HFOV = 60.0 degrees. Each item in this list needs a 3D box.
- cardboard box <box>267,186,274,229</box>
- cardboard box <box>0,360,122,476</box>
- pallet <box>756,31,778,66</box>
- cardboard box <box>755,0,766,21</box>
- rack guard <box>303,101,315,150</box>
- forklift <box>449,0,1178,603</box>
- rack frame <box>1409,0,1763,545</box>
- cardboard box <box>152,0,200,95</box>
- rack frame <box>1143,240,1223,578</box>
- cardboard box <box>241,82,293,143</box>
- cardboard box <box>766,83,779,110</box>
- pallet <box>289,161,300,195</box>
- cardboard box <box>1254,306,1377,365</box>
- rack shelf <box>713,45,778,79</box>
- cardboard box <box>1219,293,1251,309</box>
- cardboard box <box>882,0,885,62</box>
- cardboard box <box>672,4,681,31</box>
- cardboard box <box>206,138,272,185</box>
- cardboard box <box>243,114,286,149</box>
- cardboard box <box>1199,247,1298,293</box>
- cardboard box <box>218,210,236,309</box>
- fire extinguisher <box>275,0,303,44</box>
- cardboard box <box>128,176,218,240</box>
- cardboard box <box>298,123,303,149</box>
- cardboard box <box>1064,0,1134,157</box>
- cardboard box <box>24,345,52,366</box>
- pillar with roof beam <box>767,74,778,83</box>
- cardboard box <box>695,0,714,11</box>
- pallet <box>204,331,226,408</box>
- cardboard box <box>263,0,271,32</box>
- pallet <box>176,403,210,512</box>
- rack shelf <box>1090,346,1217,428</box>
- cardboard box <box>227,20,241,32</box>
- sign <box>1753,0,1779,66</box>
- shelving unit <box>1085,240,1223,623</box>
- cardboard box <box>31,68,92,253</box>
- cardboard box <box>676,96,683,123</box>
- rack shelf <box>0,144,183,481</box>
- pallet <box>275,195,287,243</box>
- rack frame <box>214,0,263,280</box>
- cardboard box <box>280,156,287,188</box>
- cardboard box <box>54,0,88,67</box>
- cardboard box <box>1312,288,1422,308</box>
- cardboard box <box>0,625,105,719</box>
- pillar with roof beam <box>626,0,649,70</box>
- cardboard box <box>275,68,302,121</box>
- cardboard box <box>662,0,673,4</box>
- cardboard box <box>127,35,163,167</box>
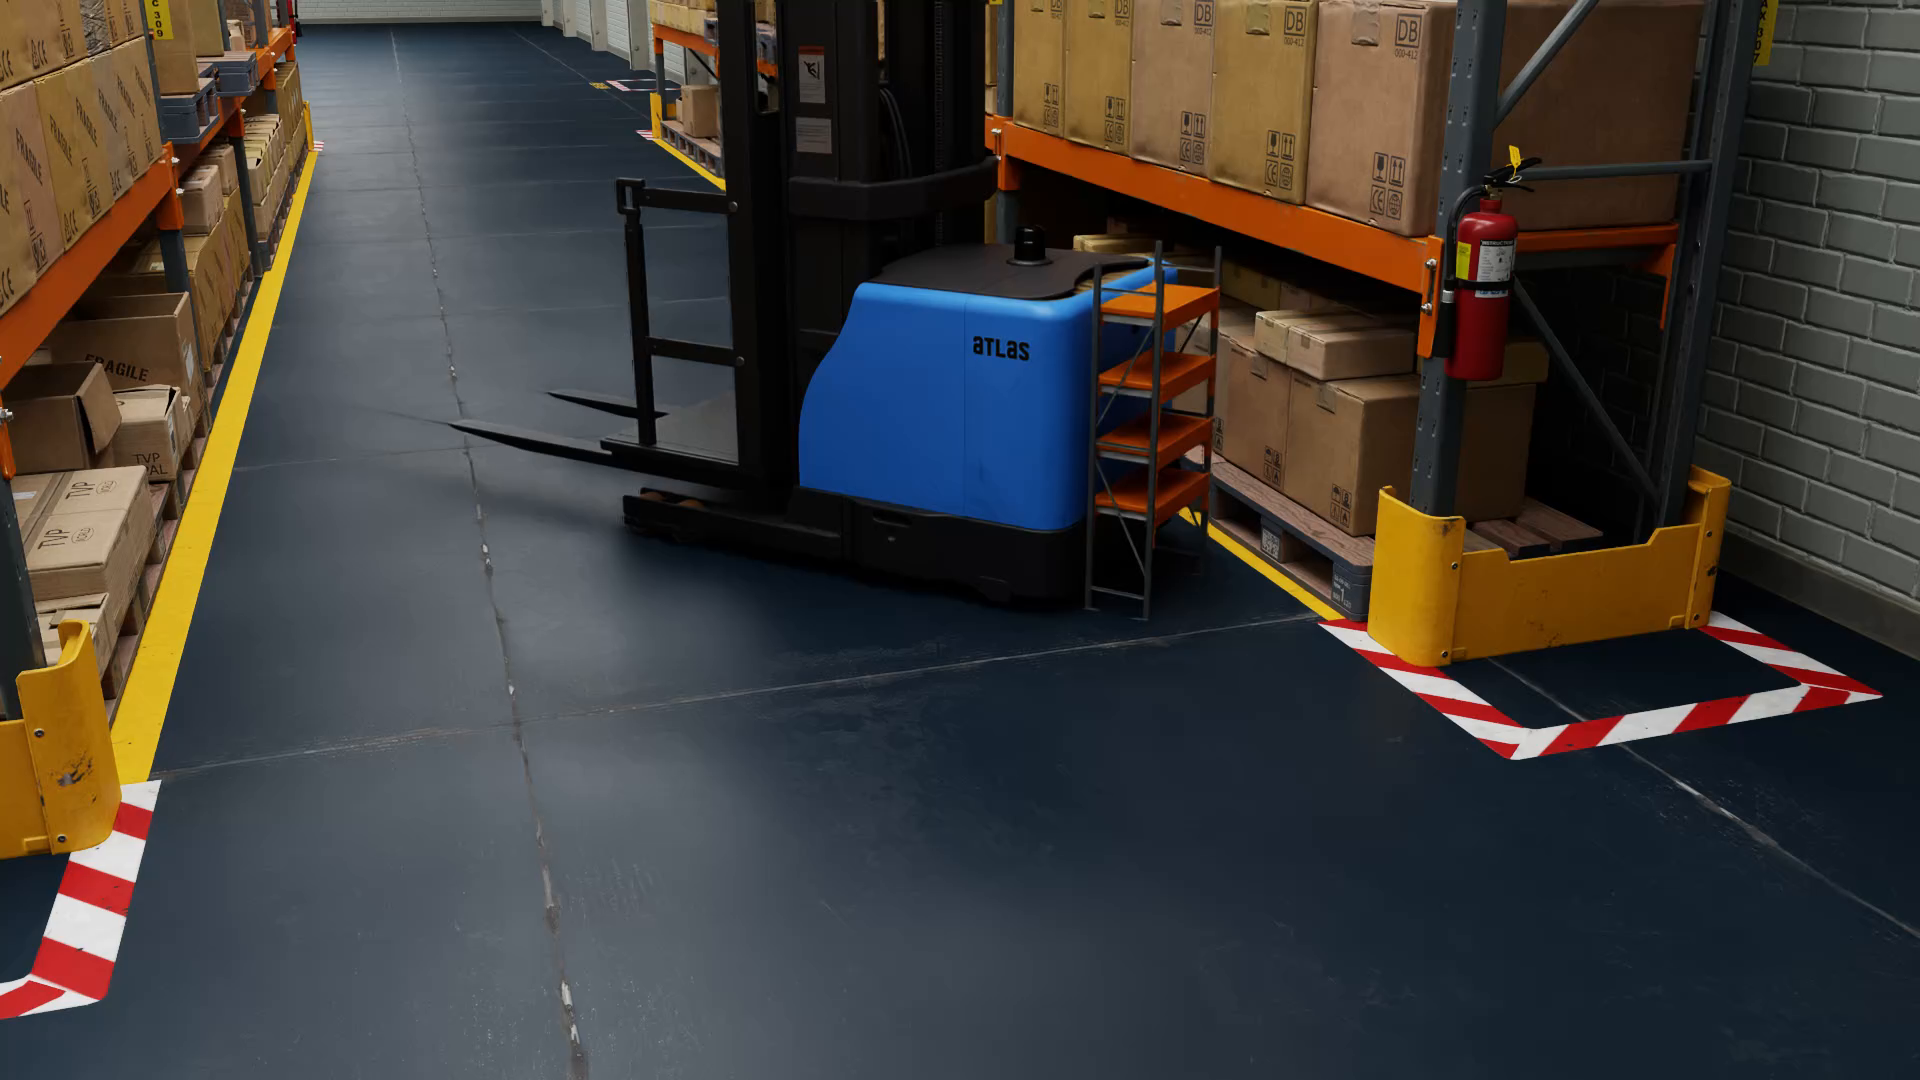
[{"bbox_3d":[-5.319,-2.429,12.189,0.500,0.250,0.500,-7,21,-19],"label":"cardboard box"},{"bbox_3d":[-3.422,-0.311,5.888,0.797,0.503,0.637,-6,21,-17],"label":"cardboard box"},{"bbox_3d":[-0.898,-3.820,12.898,1.213,0.211,1.003,-6,21,-17],"label":"pallet"},{"bbox_3d":[-1.534,-4.883,14.776,0.700,0.500,0.500,-4,20,-12],"label":"cardboard box"},{"bbox_3d":[-7.797,-4.564,18.383,1.175,0.500,0.348,-6,21,-17],"label":"rack guard"},{"bbox_3d":[-0.719,-1.509,6.281,3.031,2.935,1.130,11,23,28],"label":"forklift"},{"bbox_3d":[1.941,-1.126,5.113,1.000,3.000,0.127,-6,21,-17],"label":"rack frame"},{"bbox_3d":[-3.954,-2.302,7.619,0.700,0.500,0.500,-15,24,-35],"label":"cardboard box"},{"bbox_3d":[0.783,-0.449,5.891,0.240,1.200,0.015,11,23,28],"label":"rack frame"},{"bbox_3d":[-6.380,-3.887,15.139,0.500,0.500,0.500,-6,21,-17],"label":"cardboard box"},{"bbox_3d":[-1.442,-3.985,15.010,0.500,0.250,0.500,-7,21,-18],"label":"cardboard box"},{"bbox_3d":[-6.742,-3.396,15.560,1.003,0.211,1.213,-6,21,-17],"label":"pallet"},{"bbox_3d":[1.332,-0.770,6.239,0.380,0.149,0.250,-6,21,-16],"label":"cardboard box"},{"bbox_3d":[-1.202,-3.996,14.169,1.077,0.370,4.000,-6,21,-17],"label":"rack shelf"},{"bbox_3d":[1.136,-0.853,7.430,0.700,0.500,0.500,-6,21,-16],"label":"cardboard box"},{"bbox_3d":[-0.182,-3.211,10.303,0.500,0.500,0.500,-6,21,-16],"label":"cardboard box"},{"bbox_3d":[-2.748,-5.517,17.531,0.500,0.250,0.500,-6,21,-17],"label":"cardboard box"},{"bbox_3d":[-5.492,-2.864,12.569,0.500,0.311,0.500,-7,21,-19],"label":"cardboard box"},{"bbox_3d":[-6.132,-3.517,14.387,0.500,0.311,0.500,-6,21,-17],"label":"cardboard box"},{"bbox_3d":[1.294,-1.218,7.487,0.380,0.149,0.250,-6,21,-17],"label":"cardboard box"},{"bbox_3d":[-4.425,-1.587,9.444,0.500,0.500,0.500,-7,21,-19],"label":"cardboard box"},{"bbox_3d":[-7.385,-5.783,18.195,0.296,0.674,0.183,-6,21,-17],"label":"fire extinguisher"},{"bbox_3d":[-4.252,-1.767,8.837,0.500,0.250,0.500,-6,21,-17],"label":"cardboard box"},{"bbox_3d":[-6.857,-4.015,16.605,0.500,0.250,0.500,-6,21,-17],"label":"cardboard box"},{"bbox_3d":[1.063,-2.140,7.492,0.980,0.700,0.700,-7,21,-19],"label":"cardboard box"},{"bbox_3d":[-4.091,-0.666,7.159,0.500,0.311,0.500,-6,21,-17],"label":"cardboard box"},{"bbox_3d":[-6.133,-8.493,16.751,9.100,9.000,0.400,-6,21,-17],"label":"pillar with roof beam"},{"bbox_3d":[-2.273,-5.387,16.060,0.500,0.500,0.500,-6,21,-17],"label":"cardboard box"},{"bbox_3d":[-4.309,-0.826,8.405,1.003,0.211,1.213,-6,21,-17],"label":"pallet"},{"bbox_3d":[-7.485,-5.460,17.033,0.700,0.500,0.500,-6,21,-16],"label":"cardboard box"},{"bbox_3d":[-3.803,-0.349,7.075,1.003,0.211,1.213,-6,21,-17],"label":"pallet"},{"bbox_3d":[0.661,-0.525,5.640,0.258,0.148,0.480,11,23,28],"label":"rack shelf"},{"bbox_3d":[-6.336,-4.225,13.964,0.500,0.250,0.500,-5,20,-14],"label":"cardboard box"},{"bbox_3d":[2.470,-1.627,5.112,0.100,0.325,0.005,-6,21,-17],"label":"sign"},{"bbox_3d":[0.661,-0.378,5.692,0.258,1.200,0.503,11,23,28],"label":"shelving unit"},{"bbox_3d":[-2.972,-1.142,5.010,0.500,0.500,0.500,-6,21,-17],"label":"cardboard box"},{"bbox_3d":[-2.956,-4.970,19.143,0.500,0.311,0.500,-9,22,-23],"label":"cardboard box"},{"bbox_3d":[-3.389,-0.901,5.553,1.077,0.370,4.000,-6,21,-17],"label":"rack shelf"},{"bbox_3d":[-5.876,-2.512,13.098,1.003,0.211,1.213,-6,21,-17],"label":"pallet"},{"bbox_3d":[-5.275,-3.165,10.792,1.000,3.000,0.127,-6,21,-17],"label":"rack frame"},{"bbox_3d":[-5.969,-3.088,14.022,0.500,0.250,0.500,-7,21,-18],"label":"cardboard box"},{"bbox_3d":[-3.134,-1.777,5.299,0.500,0.500,0.500,-7,21,-18],"label":"cardboard box"},{"bbox_3d":[1.617,-0.890,6.574,0.380,0.149,0.250,-6,21,-17],"label":"cardboard box"},{"bbox_3d":[-2.566,0.366,4.527,0.380,0.149,0.250,-6,21,-17],"label":"cardboard box"},{"bbox_3d":[-9.905,-12.344,27.472,9.100,9.000,0.400,-6,21,-17],"label":"pillar with roof beam"},{"bbox_3d":[-7.010,-4.529,16.926,0.500,0.500,0.500,-6,21,-17],"label":"cardboard box"},{"bbox_3d":[-2.921,-6.041,17.879,0.500,0.500,0.500,-7,21,-19],"label":"cardboard box"},{"bbox_3d":[-3.617,-1.796,6.830,0.500,0.500,0.500,-6,21,-16],"label":"cardboard box"}]
